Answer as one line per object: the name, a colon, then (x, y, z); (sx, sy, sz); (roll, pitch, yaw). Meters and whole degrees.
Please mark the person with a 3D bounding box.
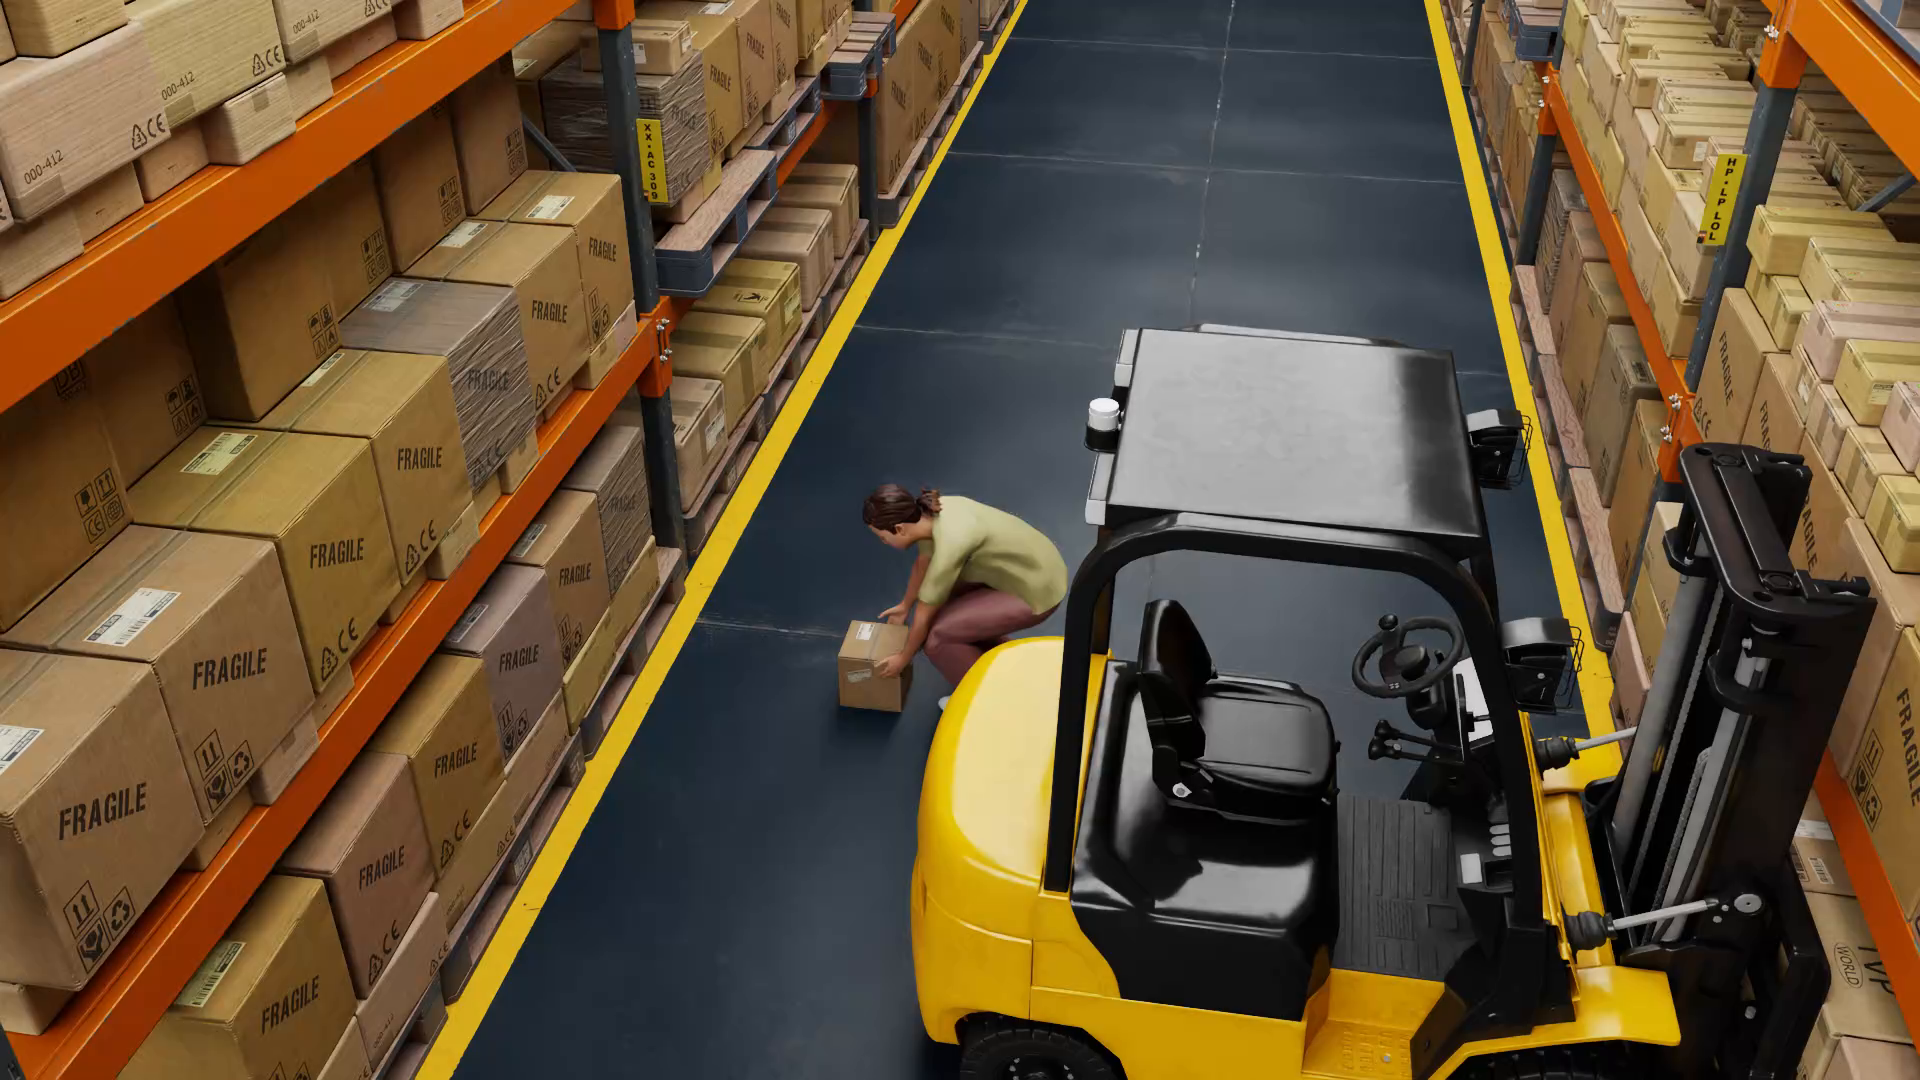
person: (0.025, 0.265, 6.465); (0.782, 0.881, 0.494); (1, 33, 2)
